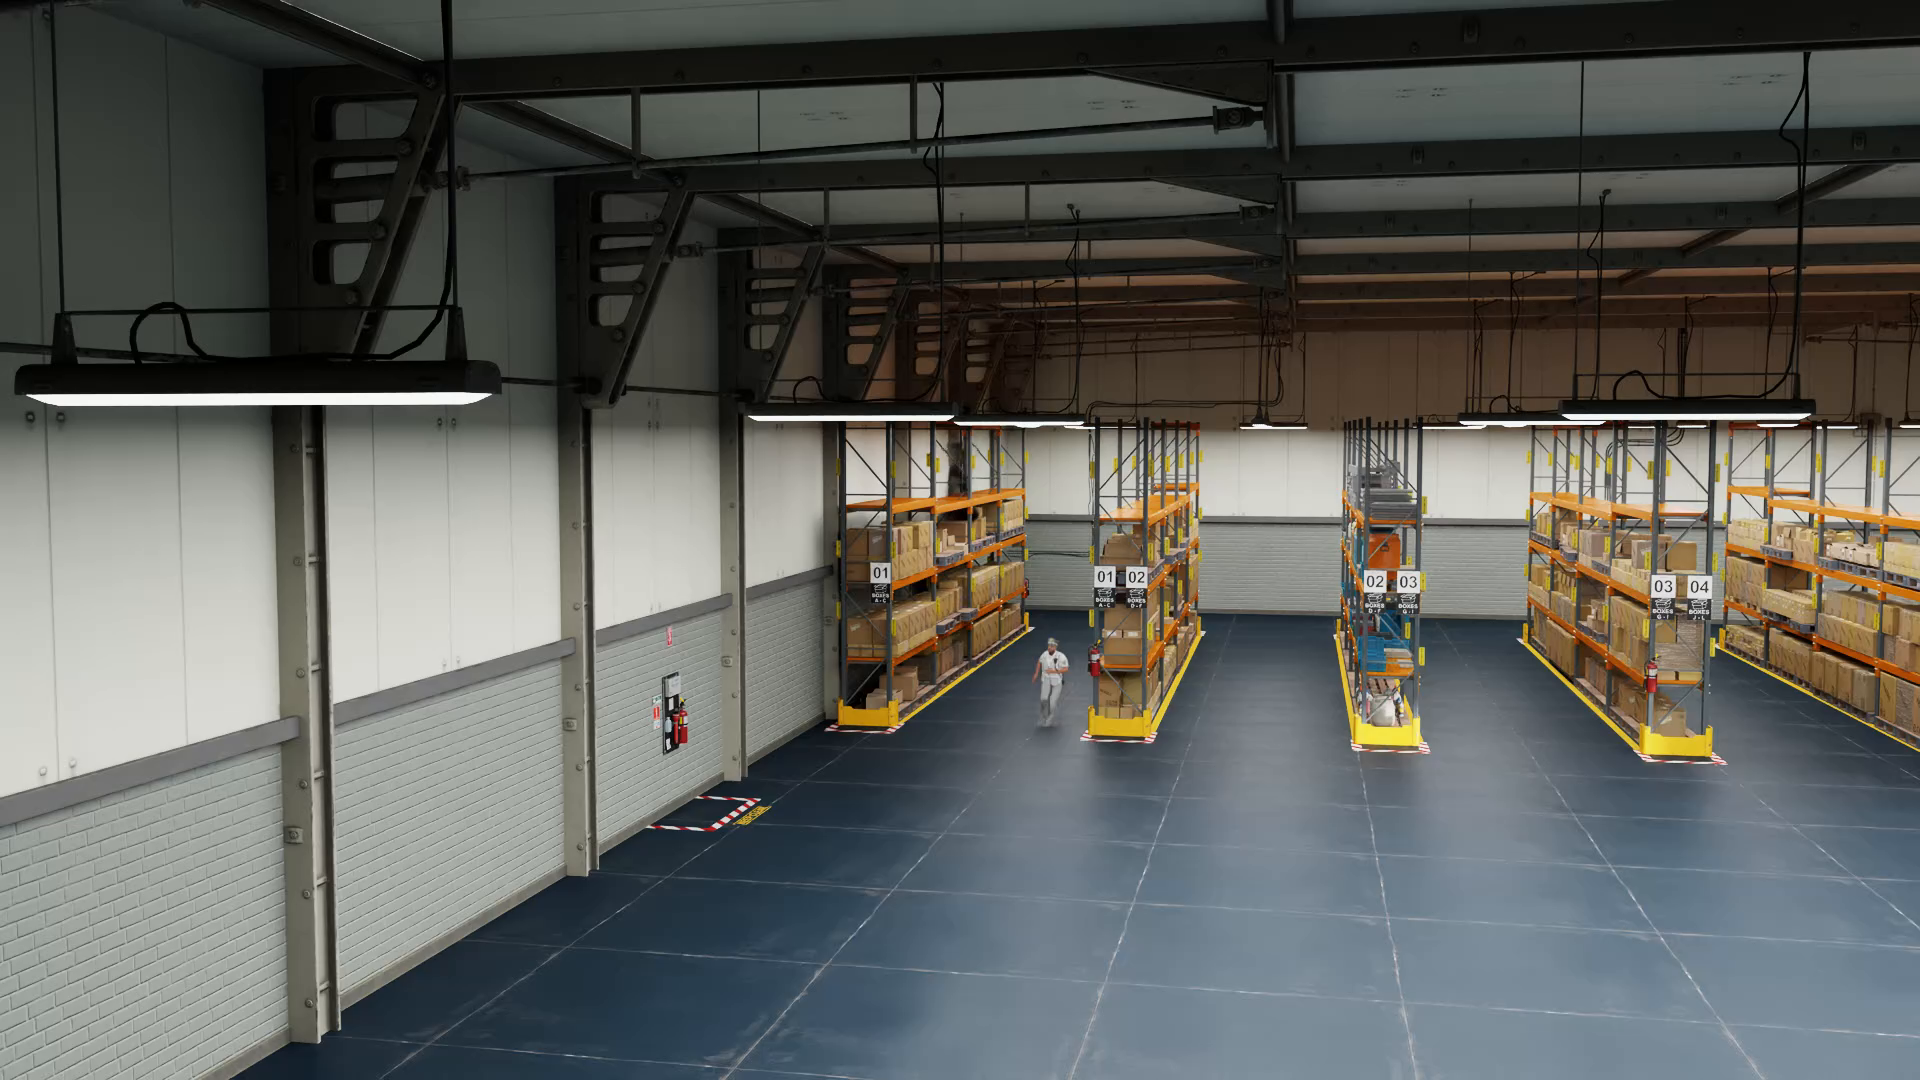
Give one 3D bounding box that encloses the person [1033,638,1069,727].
[{"bbox_3d":[1.753,2.758,32.246,0.727,1.740,0.653,1,4,11],"label":"person"}]
